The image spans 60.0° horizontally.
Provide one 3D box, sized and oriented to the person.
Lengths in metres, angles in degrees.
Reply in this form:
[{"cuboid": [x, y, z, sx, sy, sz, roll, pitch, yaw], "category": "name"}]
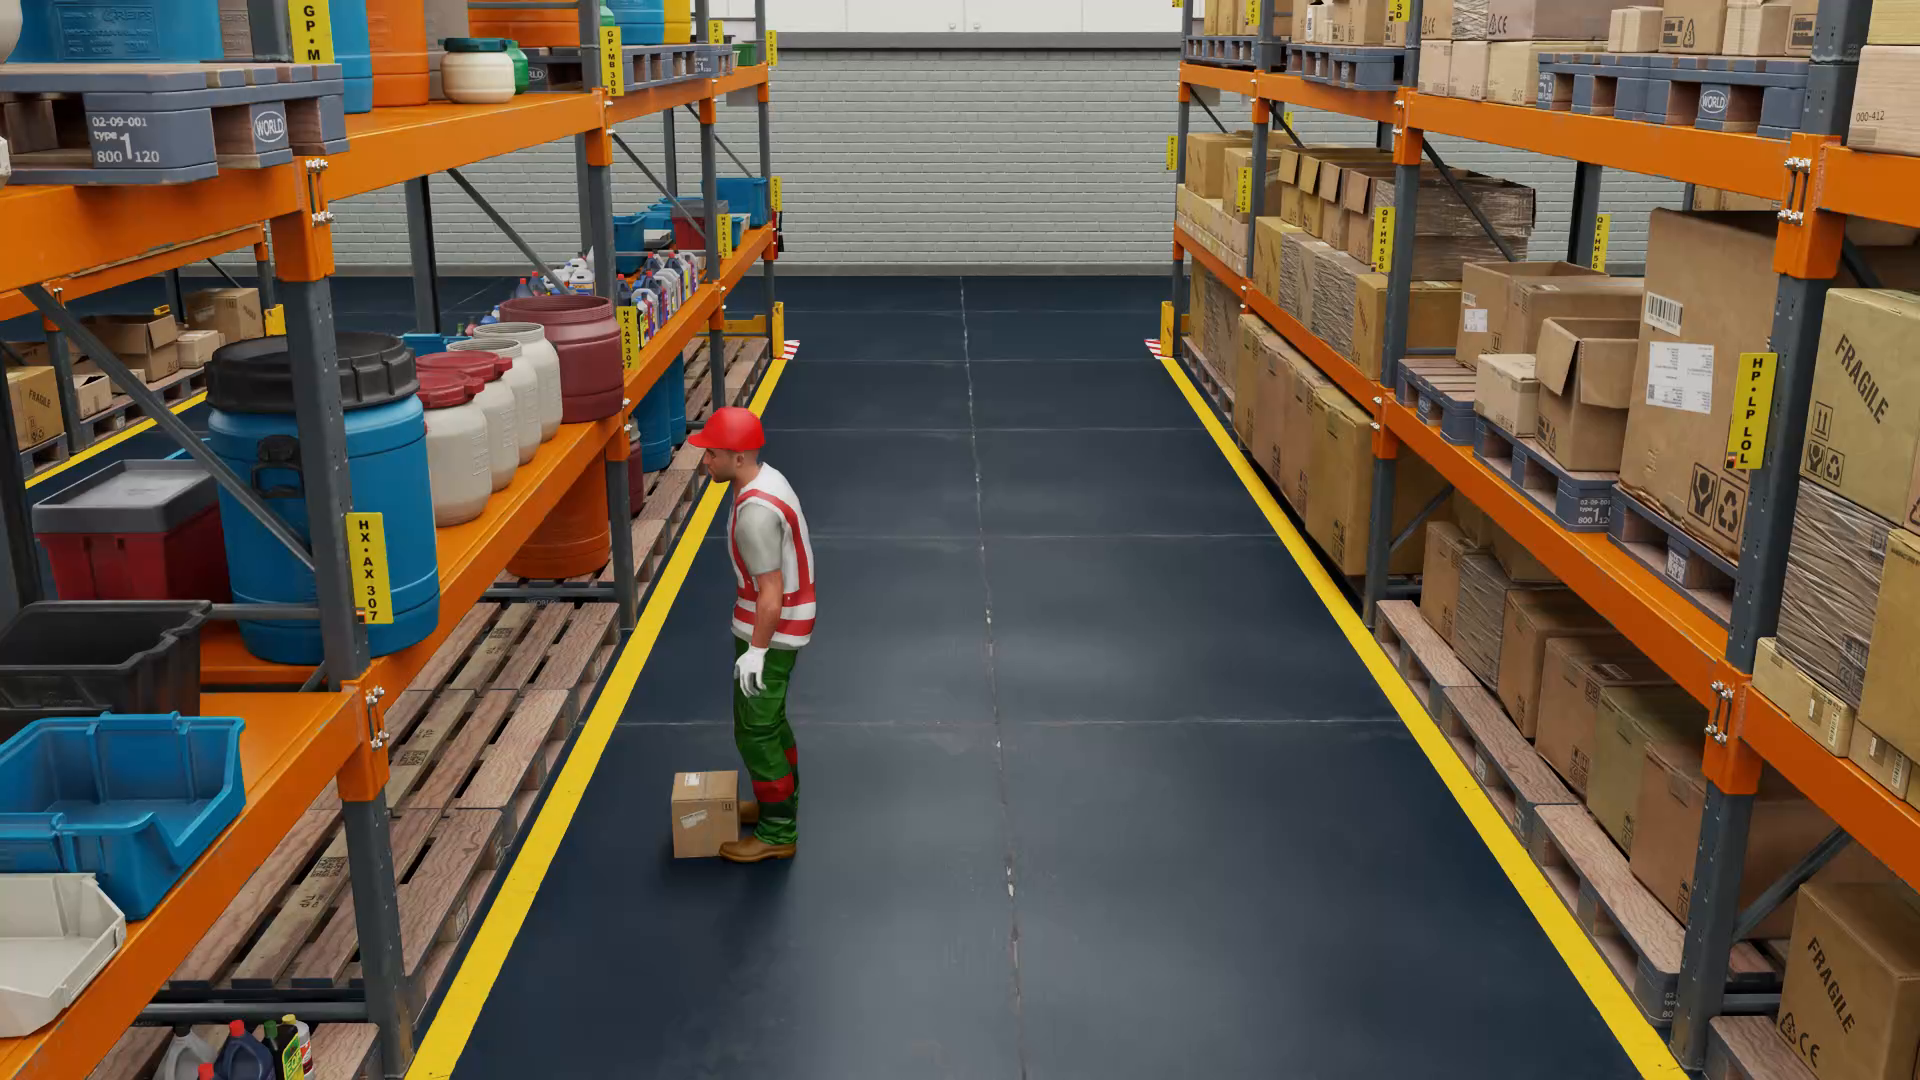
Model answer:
[{"cuboid": [-0.774, 0.357, 6.346, 0.450, 1.779, 0.619, -1, 17, -4], "category": "person"}]
